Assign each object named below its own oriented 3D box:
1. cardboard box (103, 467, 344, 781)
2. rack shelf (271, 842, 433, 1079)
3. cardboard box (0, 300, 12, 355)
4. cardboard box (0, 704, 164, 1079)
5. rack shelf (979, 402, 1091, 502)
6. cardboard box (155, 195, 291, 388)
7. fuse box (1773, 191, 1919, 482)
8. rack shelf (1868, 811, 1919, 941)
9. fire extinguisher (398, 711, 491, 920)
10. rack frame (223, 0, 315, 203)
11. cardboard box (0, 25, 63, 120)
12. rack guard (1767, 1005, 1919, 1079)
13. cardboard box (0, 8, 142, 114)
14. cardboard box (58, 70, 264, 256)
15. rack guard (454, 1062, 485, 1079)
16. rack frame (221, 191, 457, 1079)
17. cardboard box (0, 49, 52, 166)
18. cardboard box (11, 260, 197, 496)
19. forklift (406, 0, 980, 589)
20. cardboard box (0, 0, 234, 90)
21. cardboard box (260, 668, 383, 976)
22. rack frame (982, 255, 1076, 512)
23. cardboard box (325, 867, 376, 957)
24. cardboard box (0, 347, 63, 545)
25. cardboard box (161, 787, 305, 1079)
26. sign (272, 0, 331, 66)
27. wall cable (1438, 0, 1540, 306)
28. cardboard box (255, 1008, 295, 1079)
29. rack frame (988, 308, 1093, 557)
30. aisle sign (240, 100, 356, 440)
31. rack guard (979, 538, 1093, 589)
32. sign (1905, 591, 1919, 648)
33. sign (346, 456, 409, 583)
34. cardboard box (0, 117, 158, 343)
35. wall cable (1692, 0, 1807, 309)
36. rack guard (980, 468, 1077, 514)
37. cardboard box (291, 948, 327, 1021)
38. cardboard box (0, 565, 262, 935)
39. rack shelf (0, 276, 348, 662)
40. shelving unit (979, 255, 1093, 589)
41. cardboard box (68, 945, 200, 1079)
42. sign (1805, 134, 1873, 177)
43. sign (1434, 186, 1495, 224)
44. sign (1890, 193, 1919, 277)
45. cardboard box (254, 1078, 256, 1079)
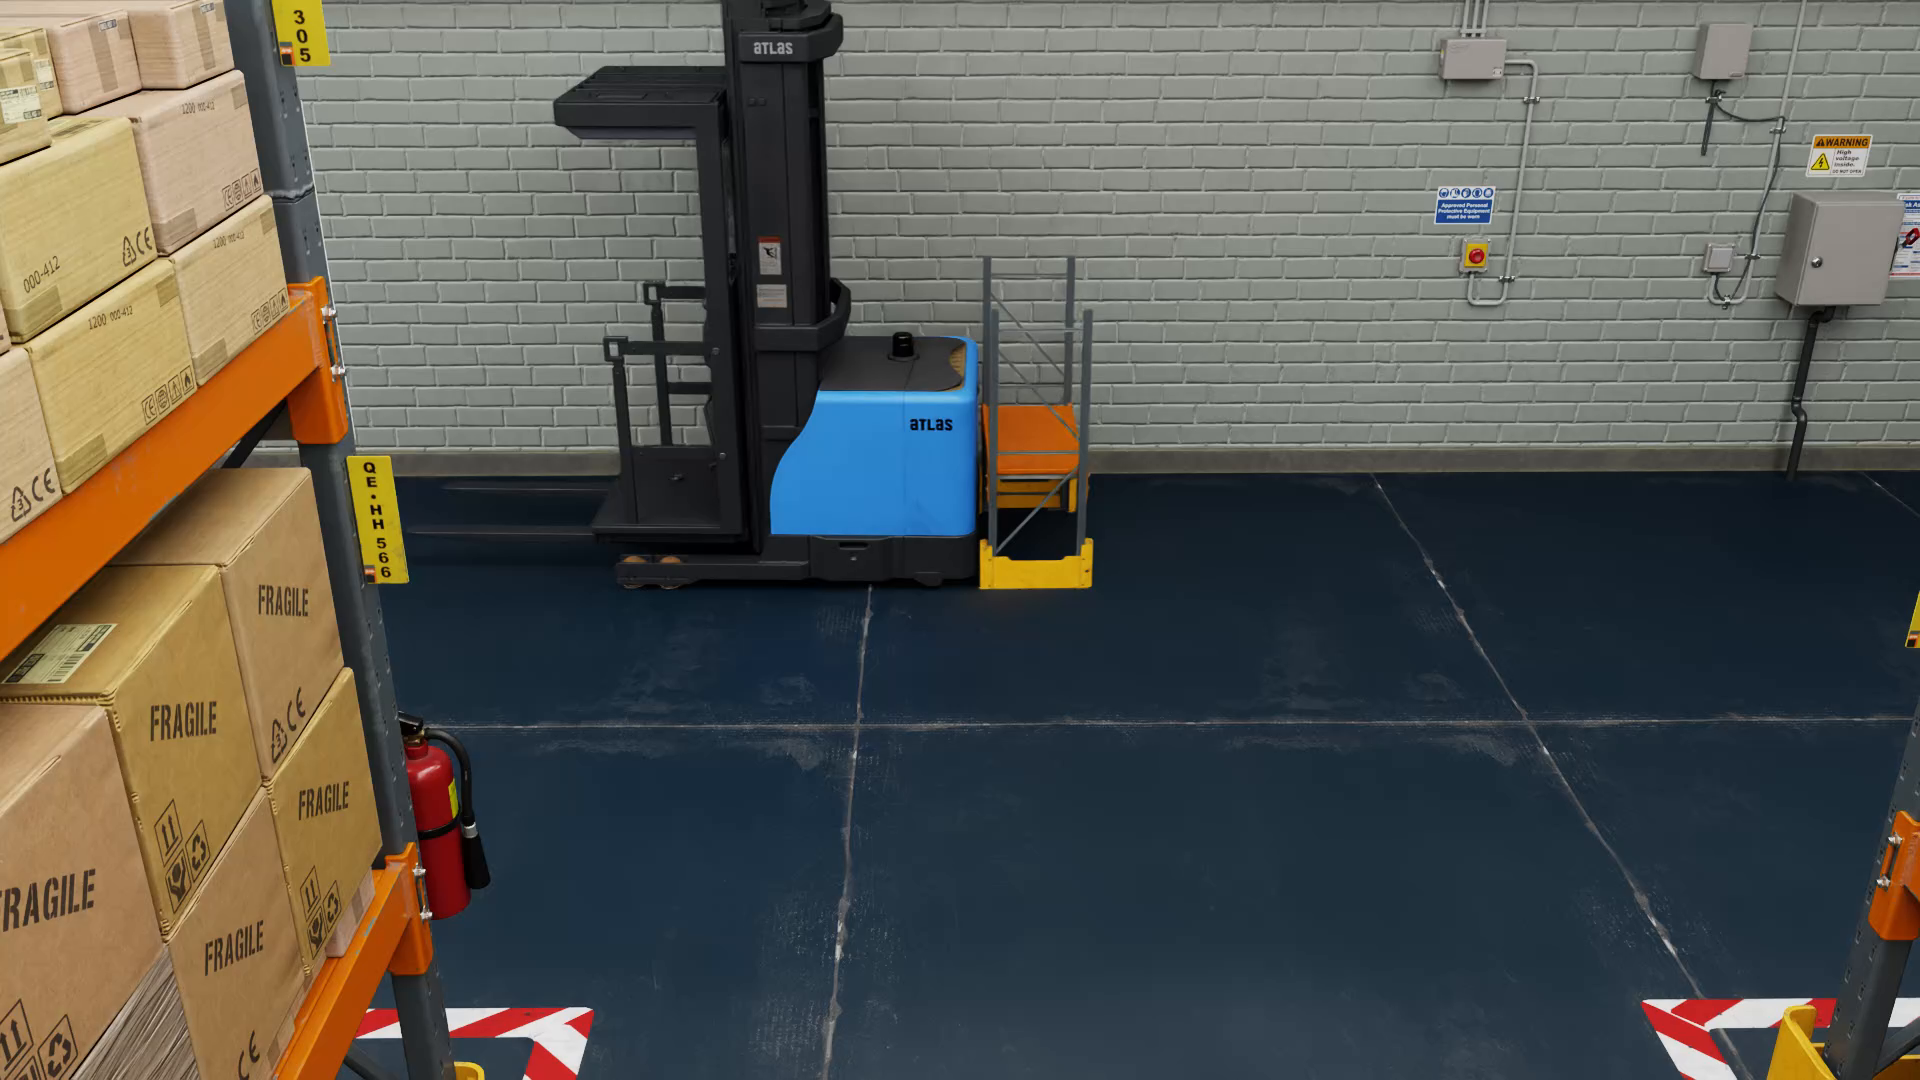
[{"bbox_3d":[-1.673,0.171,3.536,0.500,0.500,0.500,-1,24,-2],"label":"cardboard box"},{"bbox_3d":[-1.905,1.772,2.564,1.077,0.370,4.000,0,24,-1],"label":"rack shelf"},{"bbox_3d":[-1.658,-0.295,2.198,0.500,0.250,0.500,0,24,0],"label":"cardboard box"},{"bbox_3d":[-1.653,0.594,2.600,0.500,0.500,0.500,1,24,2],"label":"cardboard box"},{"bbox_3d":[0.386,-0.483,8.935,0.538,0.185,1.000,0,24,-1],"label":"rack shelf"},{"bbox_3d":[-1.657,-0.492,3.239,0.500,0.250,0.500,-1,24,-2],"label":"cardboard box"},{"bbox_3d":[5.039,-1.129,9.670,0.539,1.711,0.414,0,24,-1],"label":"fuse box"},{"bbox_3d":[3.043,1.709,2.705,1.077,0.370,4.000,0,24,-1],"label":"rack shelf"},{"bbox_3d":[-1.468,0.720,4.565,0.296,0.674,0.183,0,24,-1],"label":"fire extinguisher"},{"bbox_3d":[-1.927,-2.113,3.002,1.000,3.000,0.127,0,24,-1],"label":"rack frame"},{"bbox_3d":[-1.721,-0.744,2.706,0.380,0.149,0.250,-1,24,-2],"label":"cardboard box"},{"bbox_3d":[3.021,1.686,4.916,1.175,0.500,0.348,0,24,-1],"label":"rack guard"},{"bbox_3d":[-1.703,-0.850,2.940,0.380,0.149,0.250,0,24,0],"label":"cardboard box"},{"bbox_3d":[-1.668,-0.717,3.131,0.500,0.250,0.500,-1,24,-2],"label":"cardboard box"},{"bbox_3d":[-1.926,1.791,4.684,1.175,0.500,0.348,0,24,-1],"label":"rack guard"},{"bbox_3d":[-1.927,0.621,4.238,1.000,3.000,0.127,0,24,-1],"label":"rack frame"},{"bbox_3d":[-1.610,-0.635,2.467,0.380,0.149,0.250,0,24,0],"label":"cardboard box"},{"bbox_3d":[-1.645,-0.281,2.774,0.500,0.250,0.500,0,24,0],"label":"cardboard box"},{"bbox_3d":[-1.413,-1.296,8.559,3.031,2.935,1.130,1,24,1],"label":"forklift"},{"bbox_3d":[-1.630,-0.952,3.166,0.380,0.149,0.250,0,24,-1],"label":"cardboard box"},{"bbox_3d":[-1.665,0.623,3.749,0.500,0.500,0.500,0,24,1],"label":"cardboard box"},{"bbox_3d":[0.376,-0.857,9.324,0.500,1.500,0.032,0,24,-1],"label":"rack frame"},{"bbox_3d":[-1.641,0.868,3.996,0.380,0.149,0.250,0,24,0],"label":"cardboard box"},{"bbox_3d":[-1.653,-0.077,2.322,0.500,0.250,0.500,1,24,2],"label":"cardboard box"},{"bbox_3d":[-1.664,0.836,3.280,0.500,0.500,0.500,-1,24,-1],"label":"cardboard box"},{"bbox_3d":[-1.372,-1.144,3.425,0.100,0.325,0.005,0,24,-1],"label":"sign"},{"bbox_3d":[2.937,-2.244,9.301,0.585,1.953,0.123,0,24,-1],"label":"wall cable"},{"bbox_3d":[-1.658,1.074,3.540,0.380,0.149,0.250,0,24,-1],"label":"cardboard box"},{"bbox_3d":[0.396,-0.438,8.398,0.500,1.500,0.032,0,24,-1],"label":"rack frame"},{"bbox_3d":[-1.628,-0.595,3.772,0.394,0.787,0.004,0,24,-1],"label":"aisle sign"},{"bbox_3d":[0.396,0.124,8.673,0.587,0.250,0.087,0,24,-1],"label":"rack guard"},{"bbox_3d":[2.467,0.126,4.184,0.100,0.325,0.005,0,24,-1],"label":"sign"},{"bbox_3d":[-1.372,-0.045,3.922,0.100,0.325,0.005,0,24,-1],"label":"sign"},{"bbox_3d":[-1.661,-0.506,2.665,0.500,0.250,0.500,-1,24,-2],"label":"cardboard box"},{"bbox_3d":[4.355,-2.241,9.332,0.588,1.984,0.122,0,24,-1],"label":"wall cable"},{"bbox_3d":[0.376,-0.287,9.580,0.587,0.250,0.087,0,24,-1],"label":"rack guard"},{"bbox_3d":[-1.676,0.971,3.769,0.380,0.149,0.250,0,24,-1],"label":"cardboard box"},{"bbox_3d":[-1.668,0.380,3.074,0.500,0.500,0.500,-1,24,-2],"label":"cardboard box"},{"bbox_3d":[-1.905,0.406,1.946,1.077,0.370,4.000,0,24,-1],"label":"rack shelf"},{"bbox_3d":[0.386,-0.651,8.869,0.587,1.500,1.083,0,24,-1],"label":"shelving unit"},{"bbox_3d":[-1.649,1.045,2.818,0.500,0.500,0.500,0,24,0],"label":"cardboard box"},{"bbox_3d":[4.981,-2.177,9.422,0.339,0.242,0.001,0,24,-1],"label":"sign"},{"bbox_3d":[2.888,-1.915,9.516,0.327,0.218,0.001,0,24,-1],"label":"sign"},{"bbox_3d":[5.531,-1.760,9.618,0.329,0.494,0.001,0,24,-1],"label":"sign"},{"bbox_3d":[-1.632,1.179,3.308,0.380,0.149,0.250,0,24,1],"label":"cardboard box"}]
